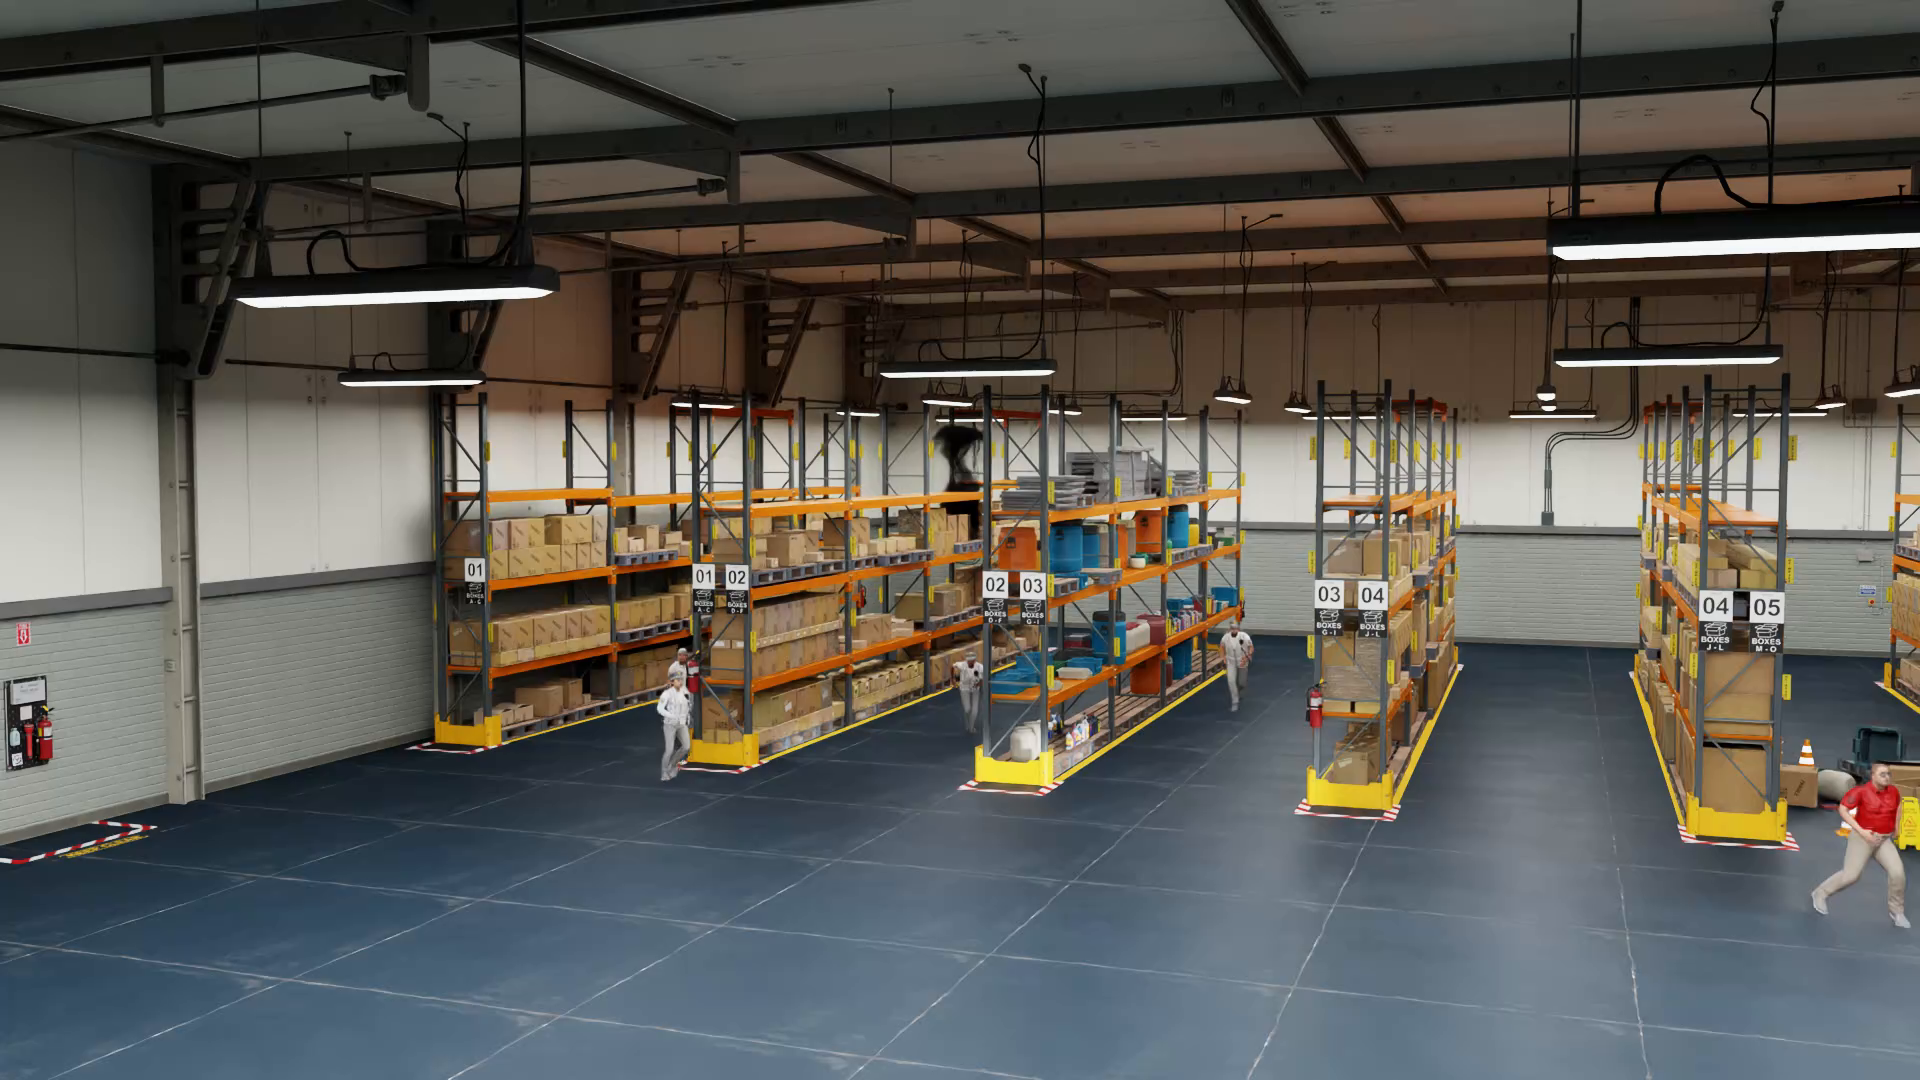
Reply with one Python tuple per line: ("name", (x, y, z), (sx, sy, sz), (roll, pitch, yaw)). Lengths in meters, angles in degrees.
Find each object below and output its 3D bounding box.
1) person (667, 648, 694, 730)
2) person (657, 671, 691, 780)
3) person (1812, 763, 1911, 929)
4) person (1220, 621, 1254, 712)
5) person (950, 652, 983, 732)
("person", (-4.762, 2.666, 28.487), (0.584, 1.633, 0.573), (1, 3, 10))
("person", (-4.303, 2.822, 25.335), (0.627, 1.670, 0.546), (-2, 4, -35))
("person", (9.671, 3.214, 17.733), (0.905, 1.697, 0.757), (-1, 3, -11))
("person", (5.396, 2.430, 32.442), (0.663, 1.777, 1.026), (1, 3, 14))
("person", (0.131, 2.695, 29.349), (0.602, 1.492, 0.847), (0, 3, -2))
